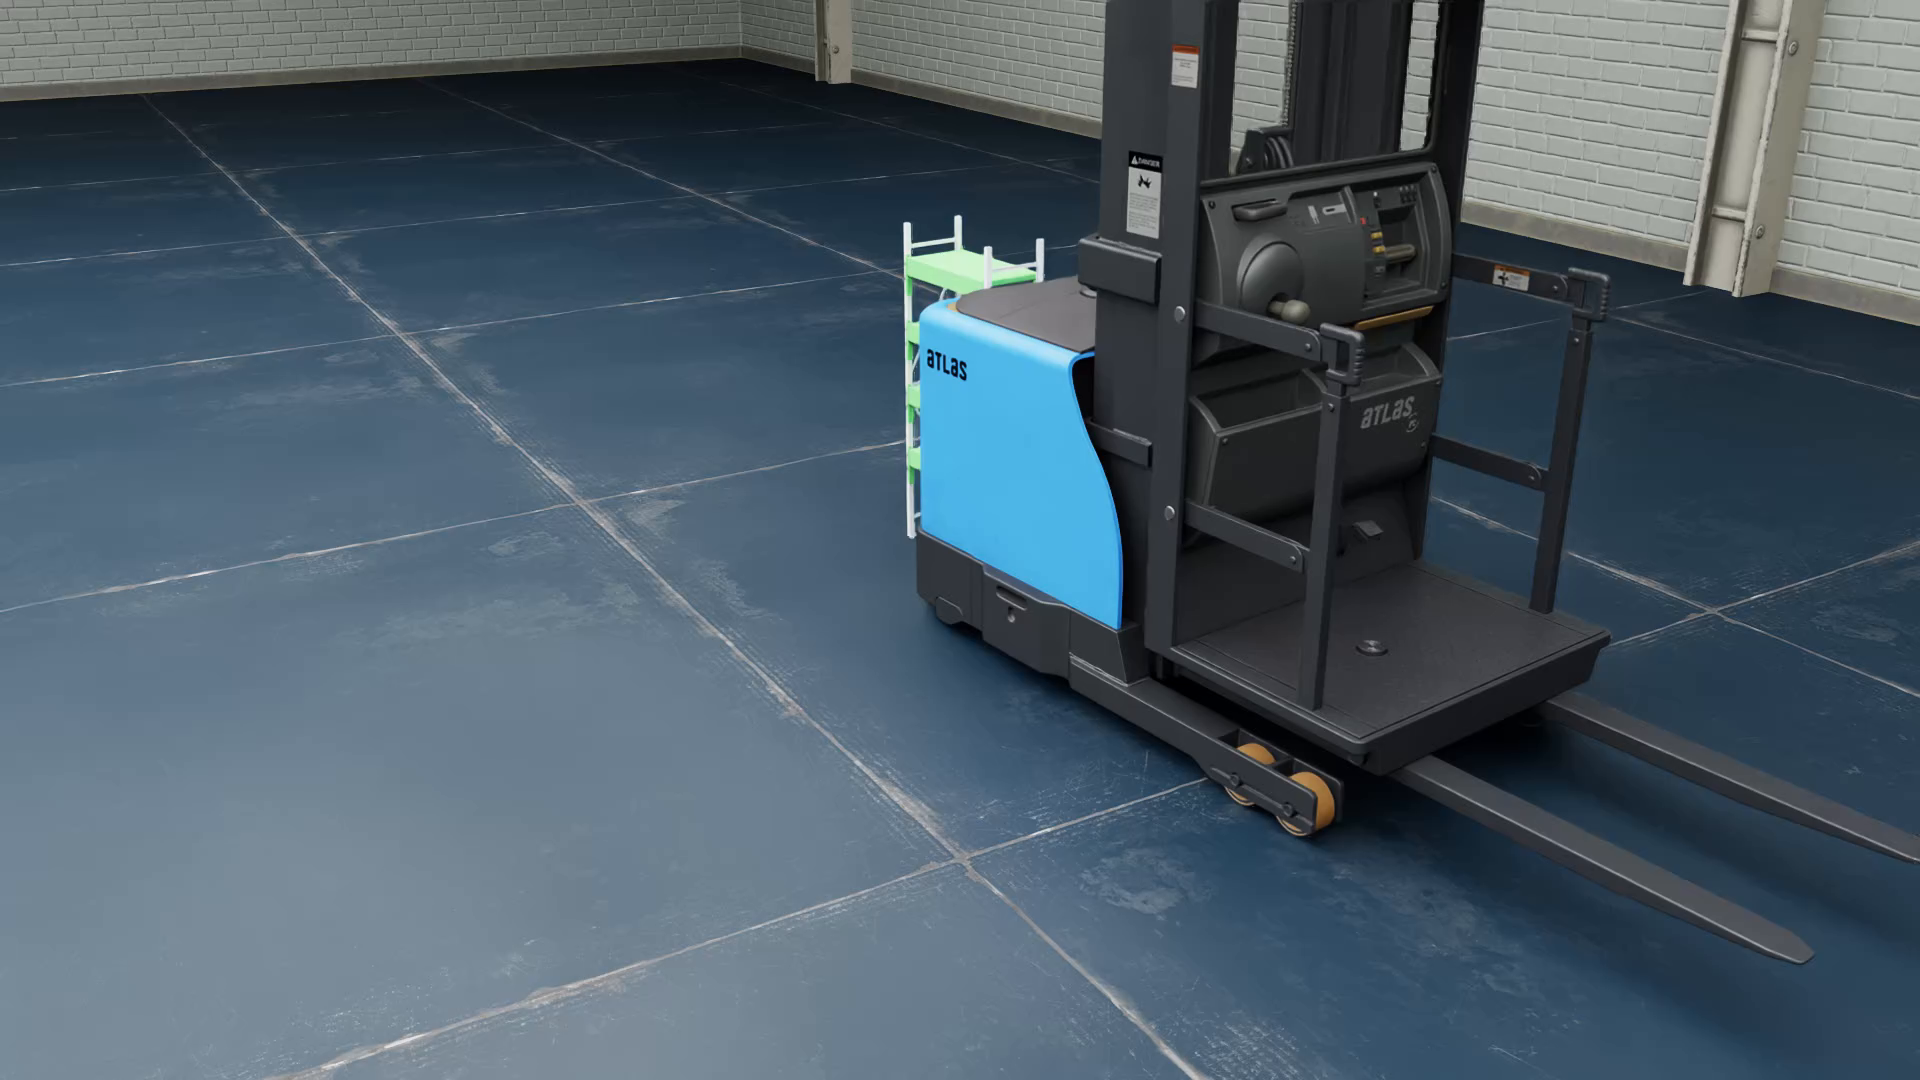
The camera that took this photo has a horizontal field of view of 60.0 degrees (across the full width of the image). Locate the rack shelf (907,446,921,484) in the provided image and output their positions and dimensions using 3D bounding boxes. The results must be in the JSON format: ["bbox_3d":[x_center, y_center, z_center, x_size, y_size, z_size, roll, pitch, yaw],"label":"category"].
[{"bbox_3d":[0.043,-0.233,6.099,0.258,0.148,0.480,-15,26,-32],"label":"rack shelf"}]

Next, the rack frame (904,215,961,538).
[{"bbox_3d":[-0.097,-0.590,6.170,0.240,1.200,0.015,-15,26,-32],"label":"rack frame"}]

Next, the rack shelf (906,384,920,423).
[{"bbox_3d":[0.043,-0.456,6.009,0.258,0.148,0.480,-15,26,-32],"label":"rack shelf"}]

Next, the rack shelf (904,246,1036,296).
[{"bbox_3d":[0.043,-0.900,5.828,0.258,0.148,0.480,-15,26,-32],"label":"rack shelf"}]

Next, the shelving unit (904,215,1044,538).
[{"bbox_3d":[0.043,-0.515,5.984,0.258,1.200,0.503,-15,26,-32],"label":"shelving unit"}]

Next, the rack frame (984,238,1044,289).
[{"bbox_3d":[0.183,-0.439,5.799,0.240,1.200,0.015,-15,26,-32],"label":"rack frame"}]

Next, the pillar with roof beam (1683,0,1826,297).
[{"bbox_3d":[0.945,-4.871,6.345,9.100,9.000,0.400,-13,25,-28],"label":"pillar with roof beam"}]

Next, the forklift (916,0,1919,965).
[{"bbox_3d":[1.138,-0.786,4.353,1.130,2.935,3.031,-16,27,-34],"label":"forklift"}]

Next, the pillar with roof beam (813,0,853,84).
[{"bbox_3d":[-5.185,-8.756,15.902,9.100,9.000,0.400,-13,25,-28],"label":"pillar with roof beam"}]

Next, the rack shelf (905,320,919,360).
[{"bbox_3d":[0.043,-0.678,5.918,0.258,0.148,0.480,-15,26,-32],"label":"rack shelf"}]
